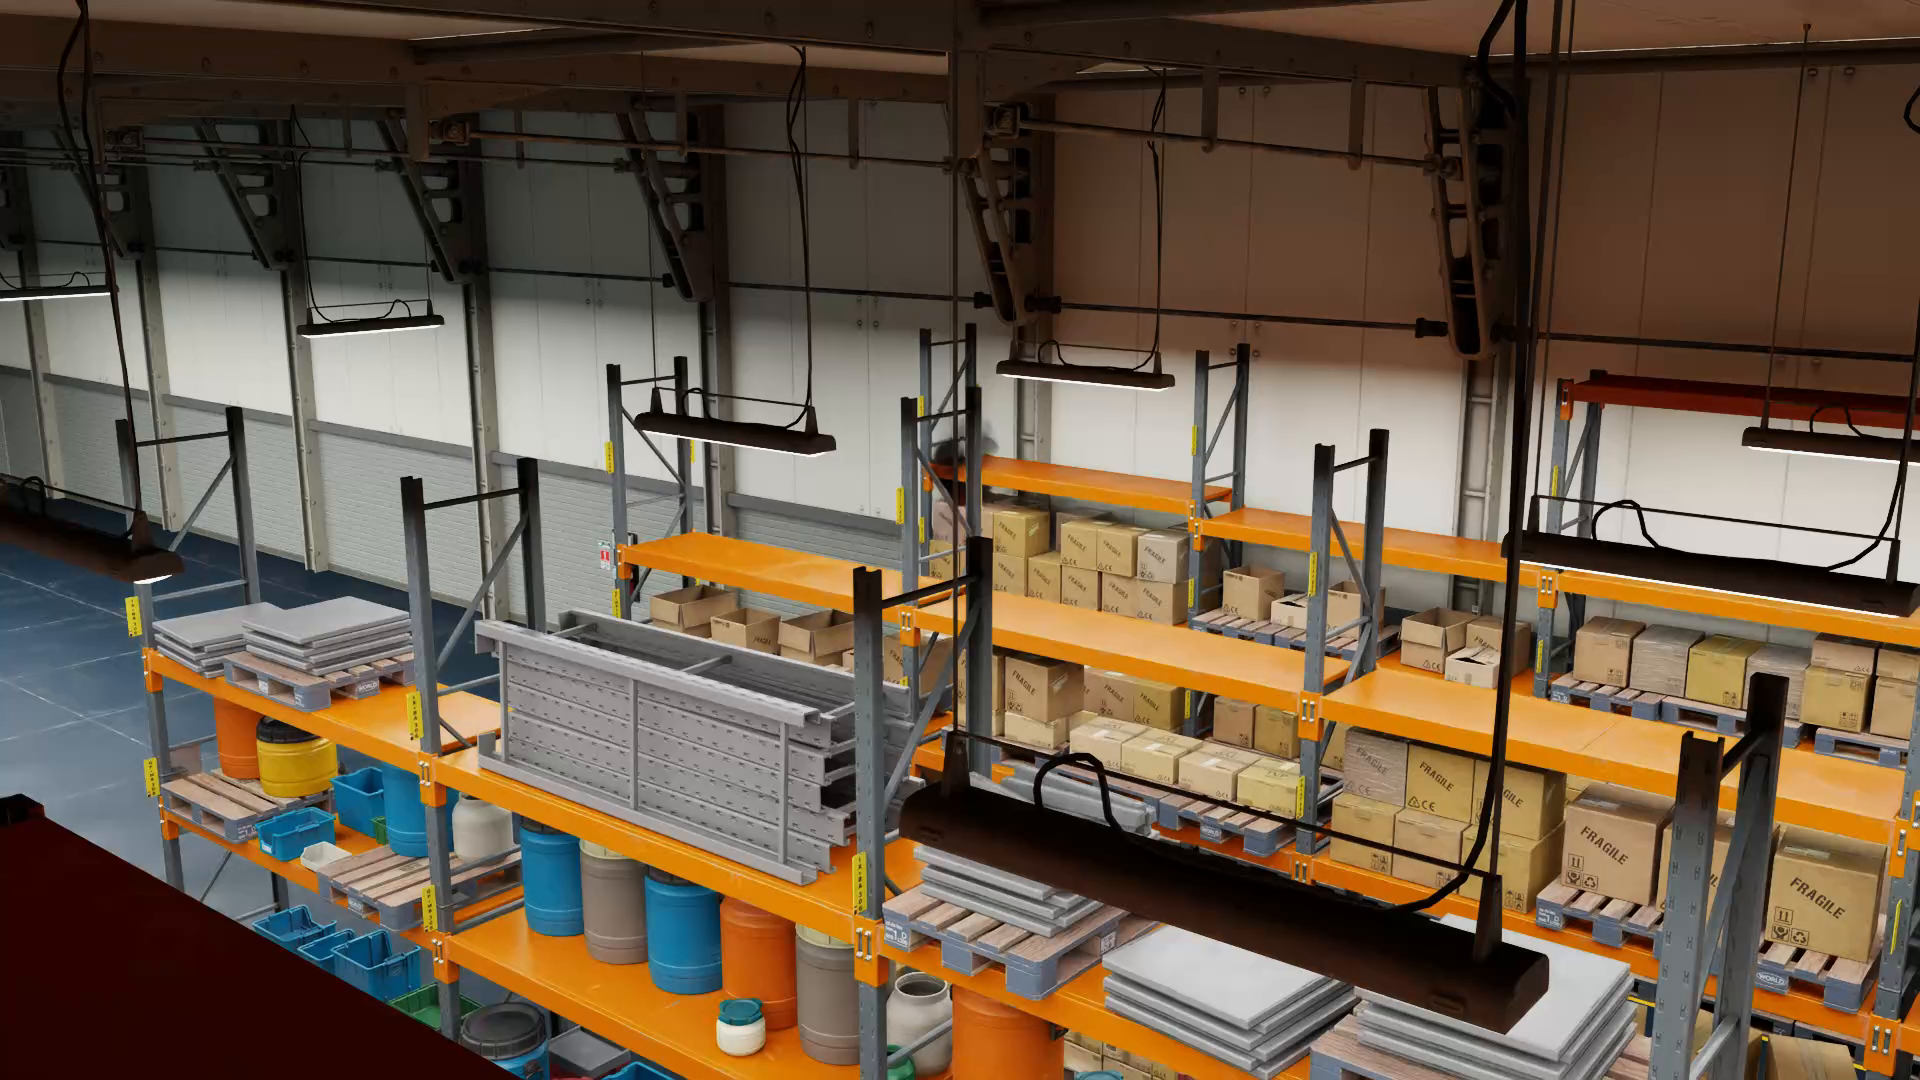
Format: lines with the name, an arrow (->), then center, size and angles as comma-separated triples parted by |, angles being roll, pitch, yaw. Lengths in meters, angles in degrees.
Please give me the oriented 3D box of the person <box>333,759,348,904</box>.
person -> -6.877, 3.225, 18.376 | 0.653, 1.621, 0.614 | -4, 13, -18
